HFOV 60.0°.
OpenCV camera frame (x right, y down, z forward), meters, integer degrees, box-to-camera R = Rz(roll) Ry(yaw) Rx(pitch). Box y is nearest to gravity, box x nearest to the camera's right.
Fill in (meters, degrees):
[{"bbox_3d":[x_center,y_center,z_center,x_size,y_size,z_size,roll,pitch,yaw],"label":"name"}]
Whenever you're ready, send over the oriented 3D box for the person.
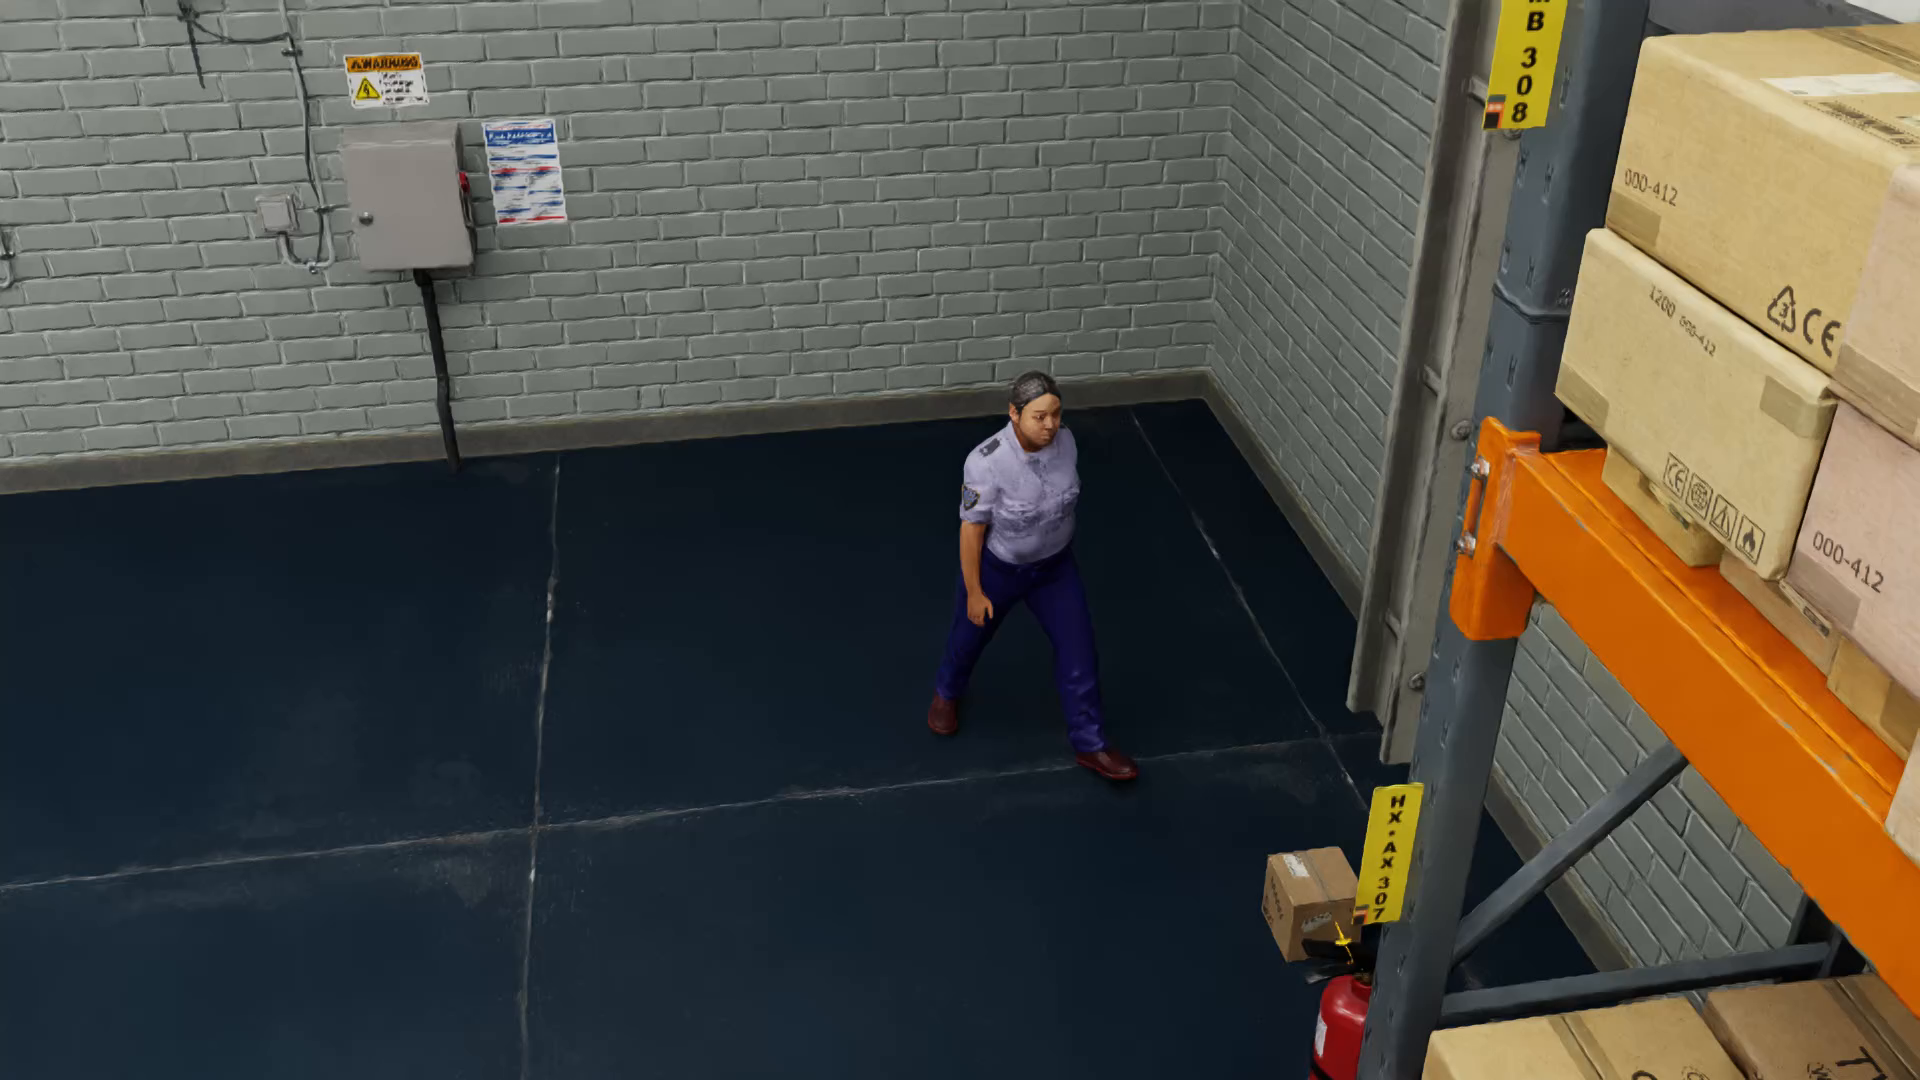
[{"bbox_3d":[0.233,0.110,5.981,0.522,1.598,0.909,-17,35,-26],"label":"person"}]
